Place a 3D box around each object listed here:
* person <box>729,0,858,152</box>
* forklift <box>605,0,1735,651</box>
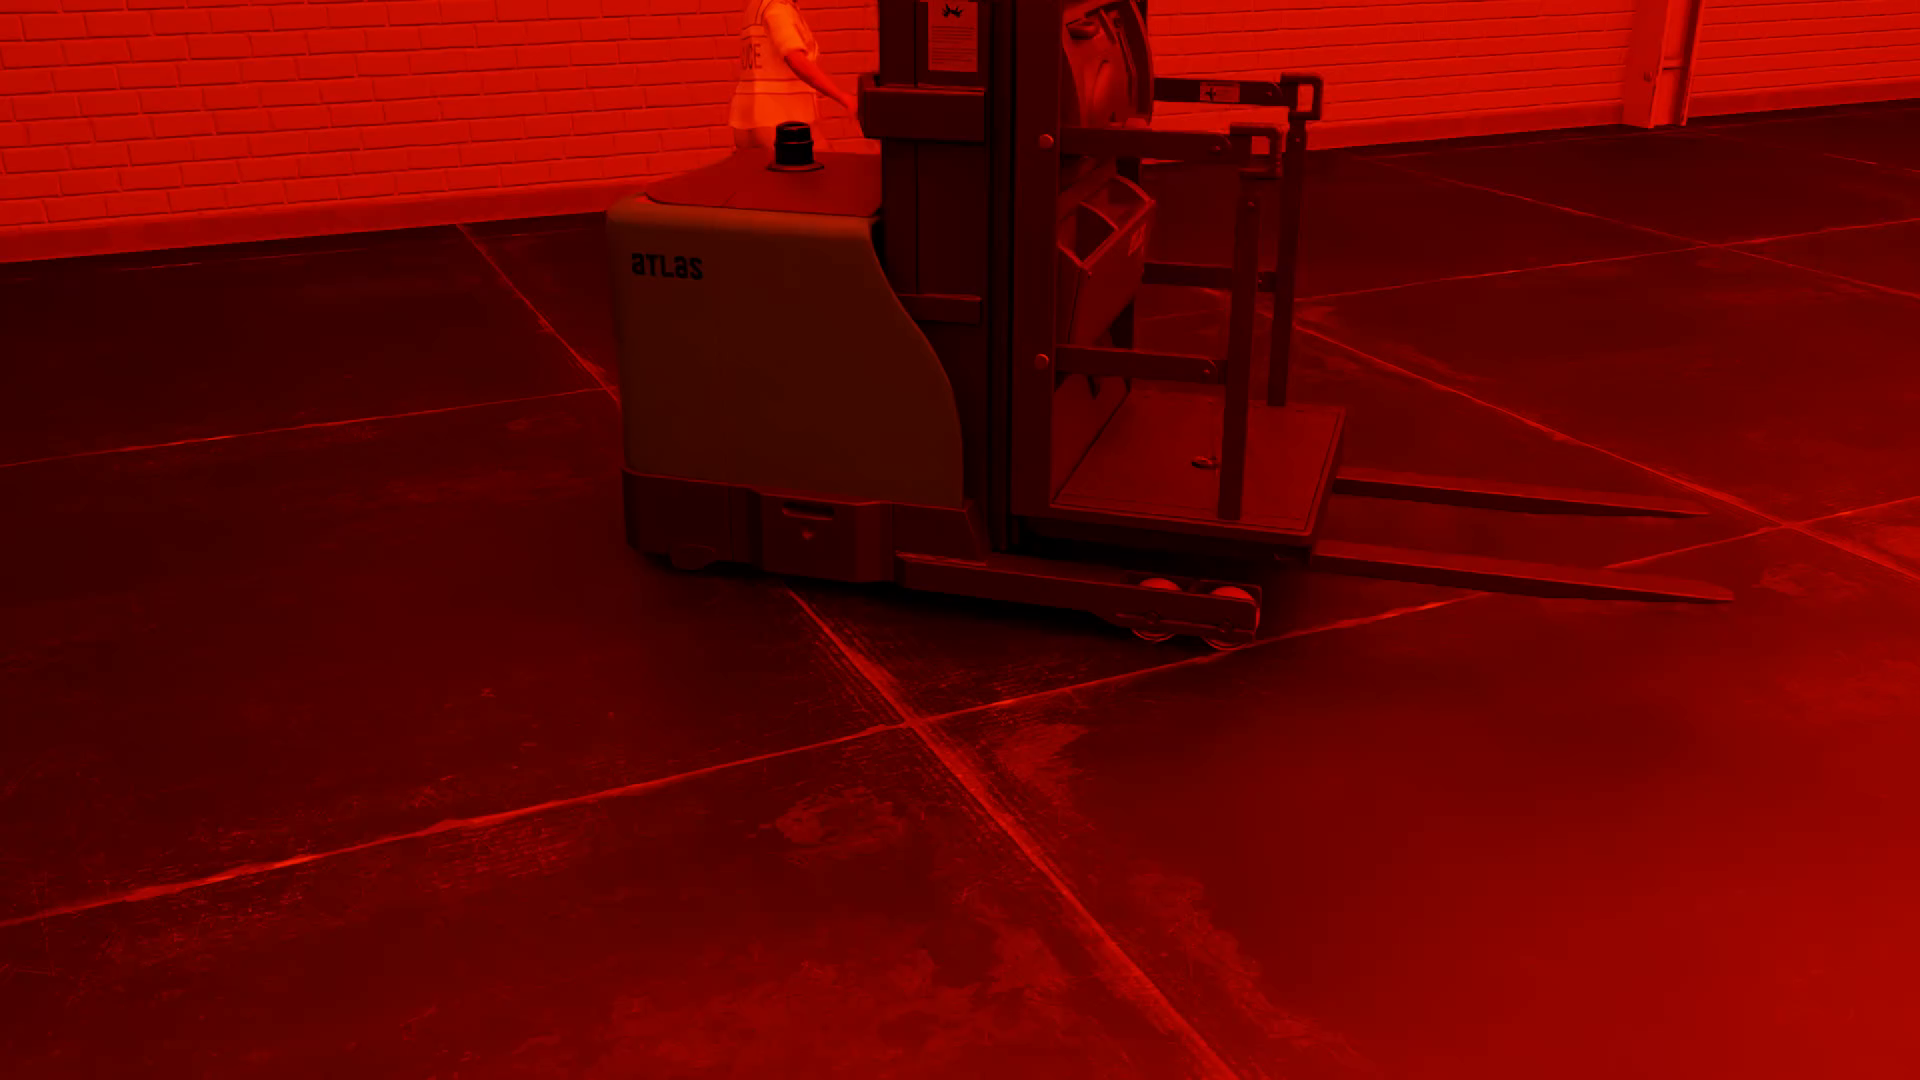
[{"bbox_3d":[-0.760,-1.867,7.567,0.597,1.619,0.720,-14,26,-30],"label":"person"},{"bbox_3d":[0.587,-1.288,4.386,3.031,2.935,1.130,7,23,16],"label":"forklift"}]
